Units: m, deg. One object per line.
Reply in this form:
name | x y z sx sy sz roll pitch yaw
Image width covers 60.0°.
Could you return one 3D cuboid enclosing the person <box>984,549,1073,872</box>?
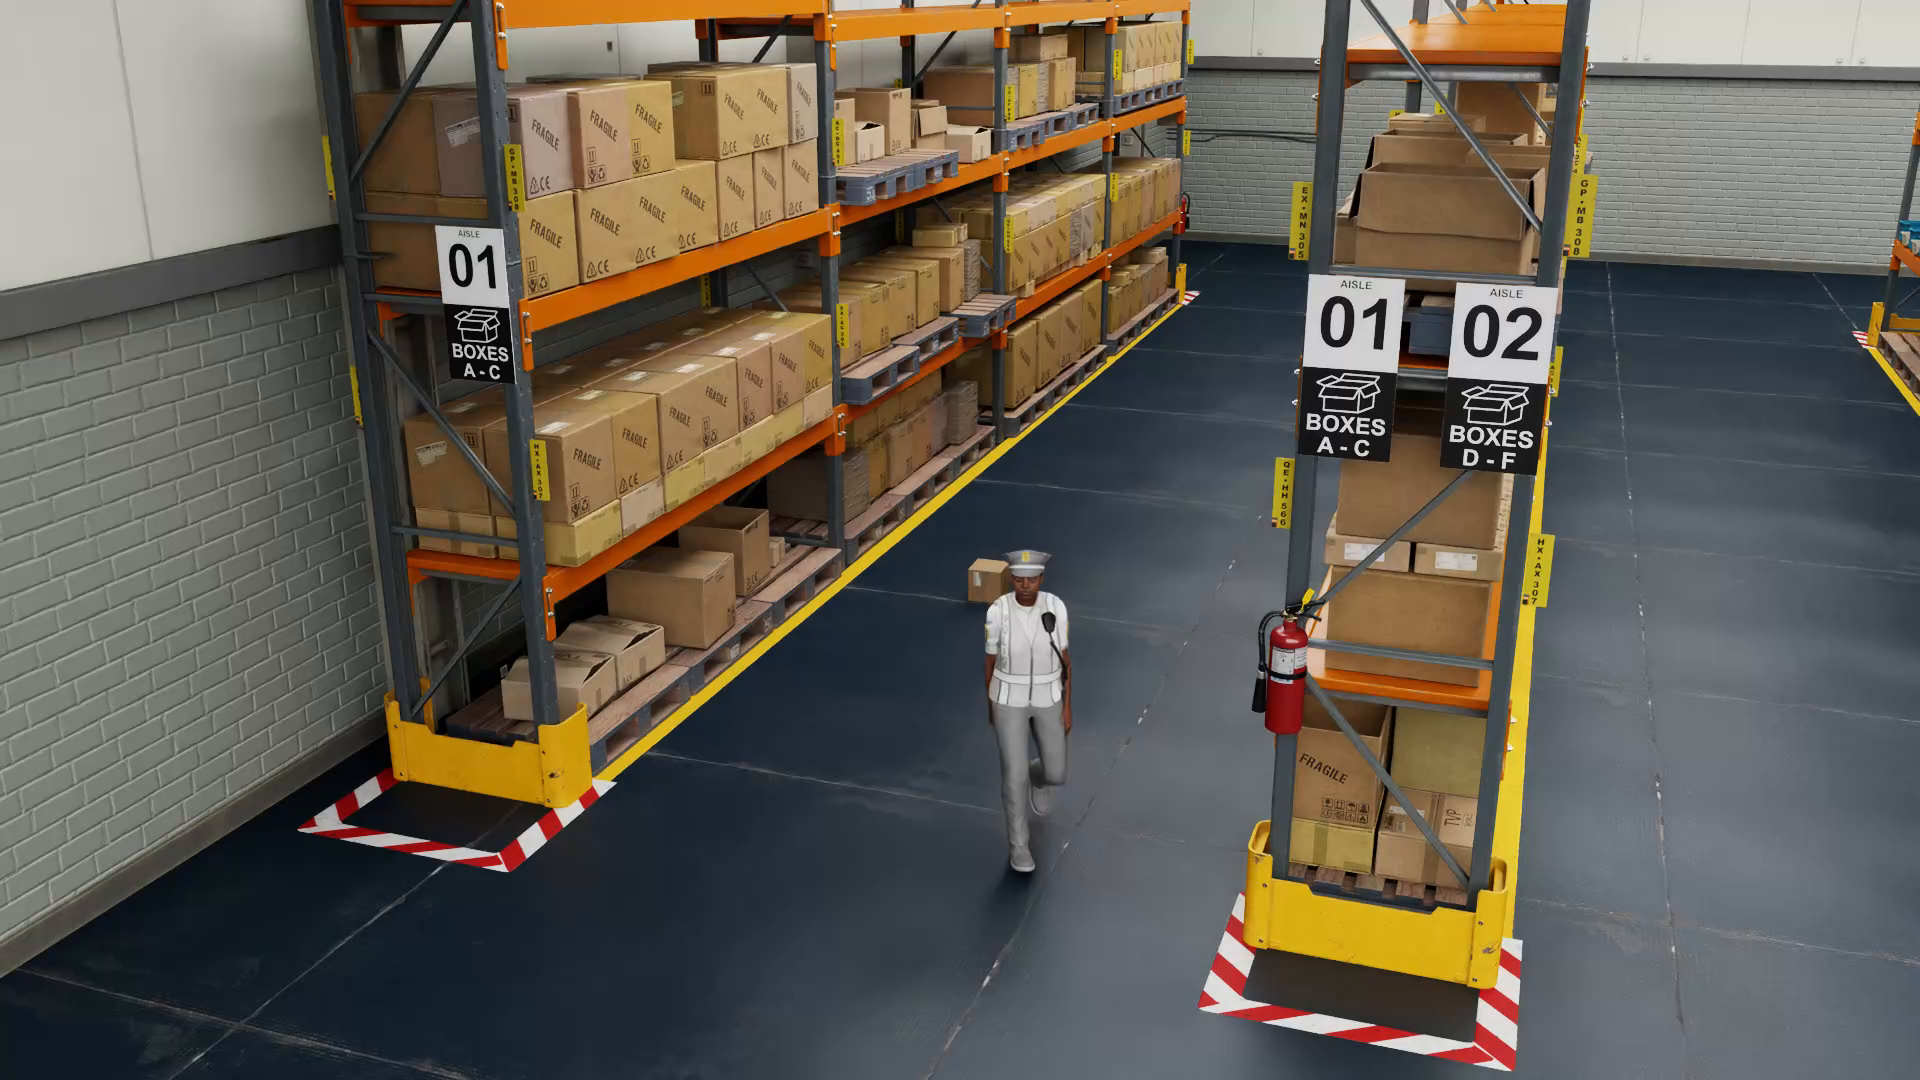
person | 0.349 0.814 8.559 0.449 1.671 0.668 -2 19 -6
